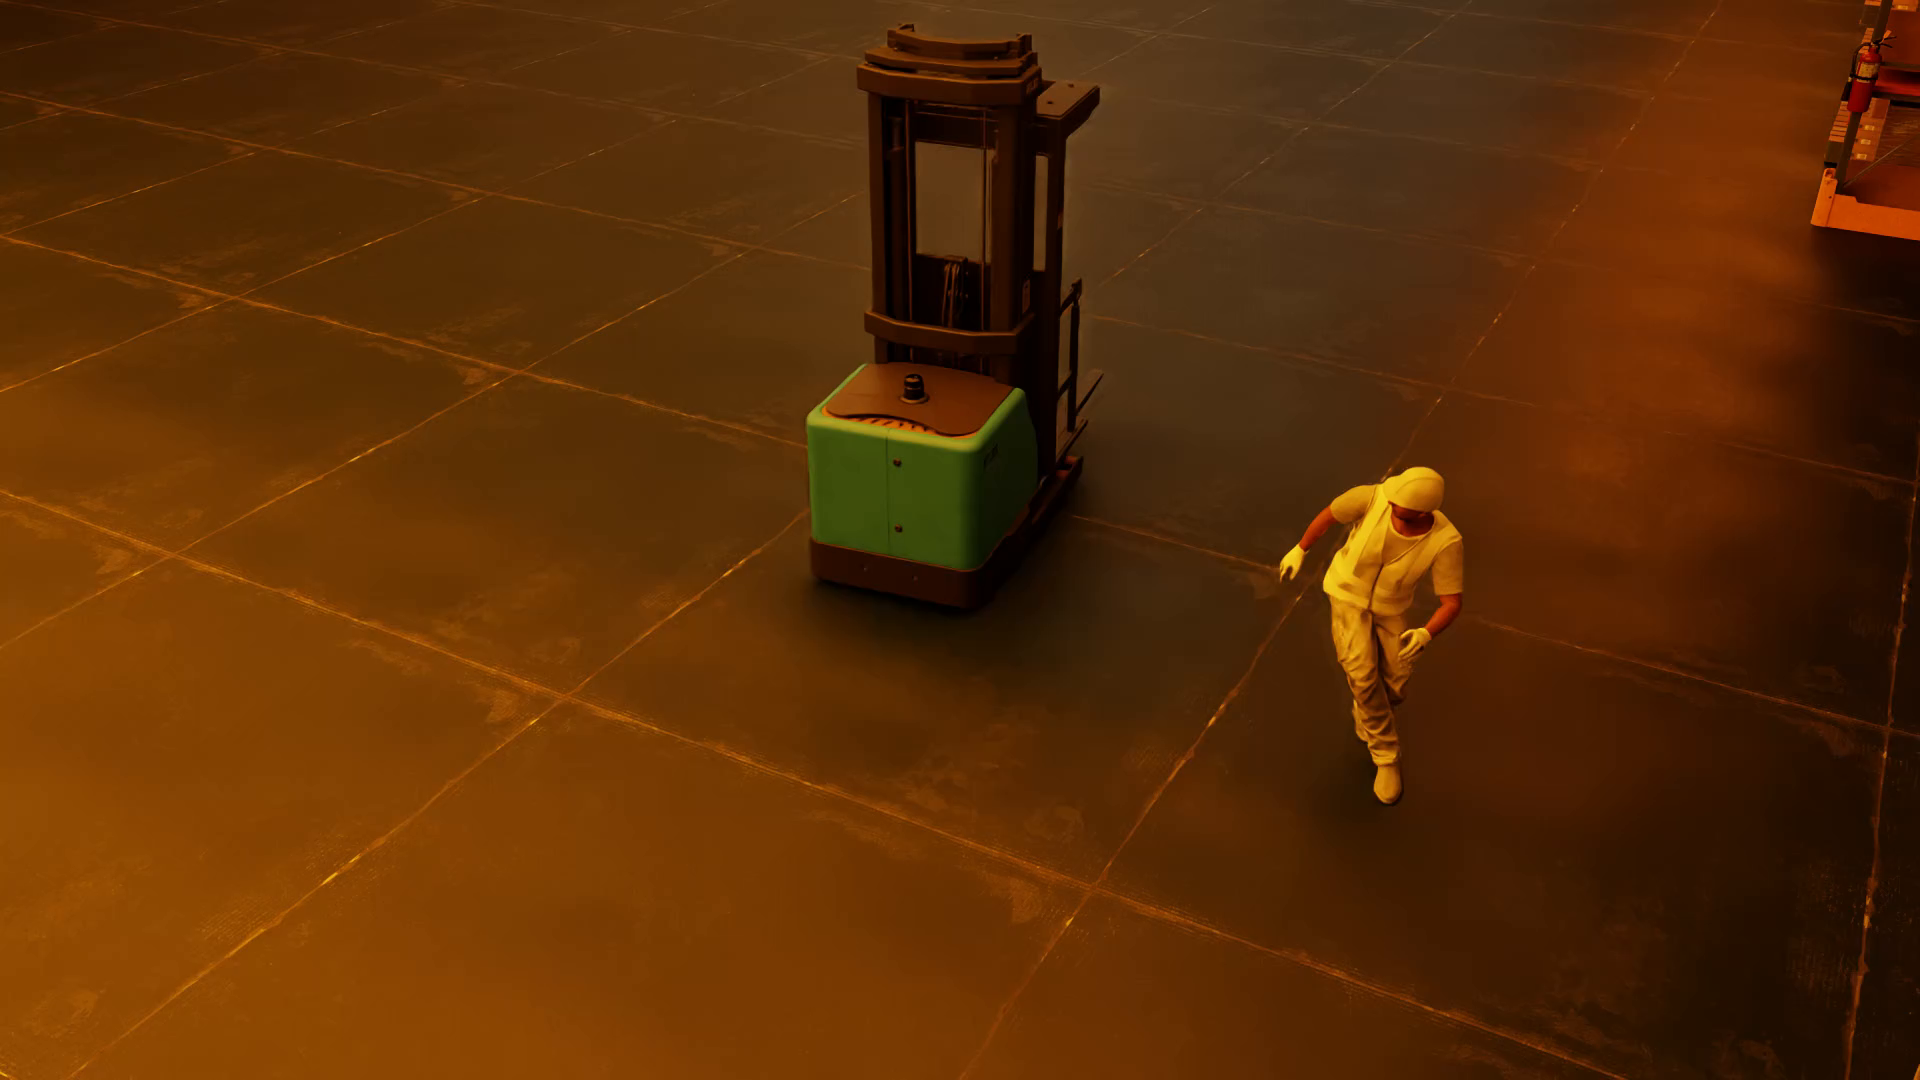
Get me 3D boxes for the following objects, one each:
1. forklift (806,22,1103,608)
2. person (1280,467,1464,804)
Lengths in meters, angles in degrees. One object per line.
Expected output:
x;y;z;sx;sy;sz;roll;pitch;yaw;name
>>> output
0.143;-1.614;9.868;1.130;2.935;3.031;11;32;18;forklift
1.910;0.362;7.780;0.800;1.607;0.823;4;30;6;person
